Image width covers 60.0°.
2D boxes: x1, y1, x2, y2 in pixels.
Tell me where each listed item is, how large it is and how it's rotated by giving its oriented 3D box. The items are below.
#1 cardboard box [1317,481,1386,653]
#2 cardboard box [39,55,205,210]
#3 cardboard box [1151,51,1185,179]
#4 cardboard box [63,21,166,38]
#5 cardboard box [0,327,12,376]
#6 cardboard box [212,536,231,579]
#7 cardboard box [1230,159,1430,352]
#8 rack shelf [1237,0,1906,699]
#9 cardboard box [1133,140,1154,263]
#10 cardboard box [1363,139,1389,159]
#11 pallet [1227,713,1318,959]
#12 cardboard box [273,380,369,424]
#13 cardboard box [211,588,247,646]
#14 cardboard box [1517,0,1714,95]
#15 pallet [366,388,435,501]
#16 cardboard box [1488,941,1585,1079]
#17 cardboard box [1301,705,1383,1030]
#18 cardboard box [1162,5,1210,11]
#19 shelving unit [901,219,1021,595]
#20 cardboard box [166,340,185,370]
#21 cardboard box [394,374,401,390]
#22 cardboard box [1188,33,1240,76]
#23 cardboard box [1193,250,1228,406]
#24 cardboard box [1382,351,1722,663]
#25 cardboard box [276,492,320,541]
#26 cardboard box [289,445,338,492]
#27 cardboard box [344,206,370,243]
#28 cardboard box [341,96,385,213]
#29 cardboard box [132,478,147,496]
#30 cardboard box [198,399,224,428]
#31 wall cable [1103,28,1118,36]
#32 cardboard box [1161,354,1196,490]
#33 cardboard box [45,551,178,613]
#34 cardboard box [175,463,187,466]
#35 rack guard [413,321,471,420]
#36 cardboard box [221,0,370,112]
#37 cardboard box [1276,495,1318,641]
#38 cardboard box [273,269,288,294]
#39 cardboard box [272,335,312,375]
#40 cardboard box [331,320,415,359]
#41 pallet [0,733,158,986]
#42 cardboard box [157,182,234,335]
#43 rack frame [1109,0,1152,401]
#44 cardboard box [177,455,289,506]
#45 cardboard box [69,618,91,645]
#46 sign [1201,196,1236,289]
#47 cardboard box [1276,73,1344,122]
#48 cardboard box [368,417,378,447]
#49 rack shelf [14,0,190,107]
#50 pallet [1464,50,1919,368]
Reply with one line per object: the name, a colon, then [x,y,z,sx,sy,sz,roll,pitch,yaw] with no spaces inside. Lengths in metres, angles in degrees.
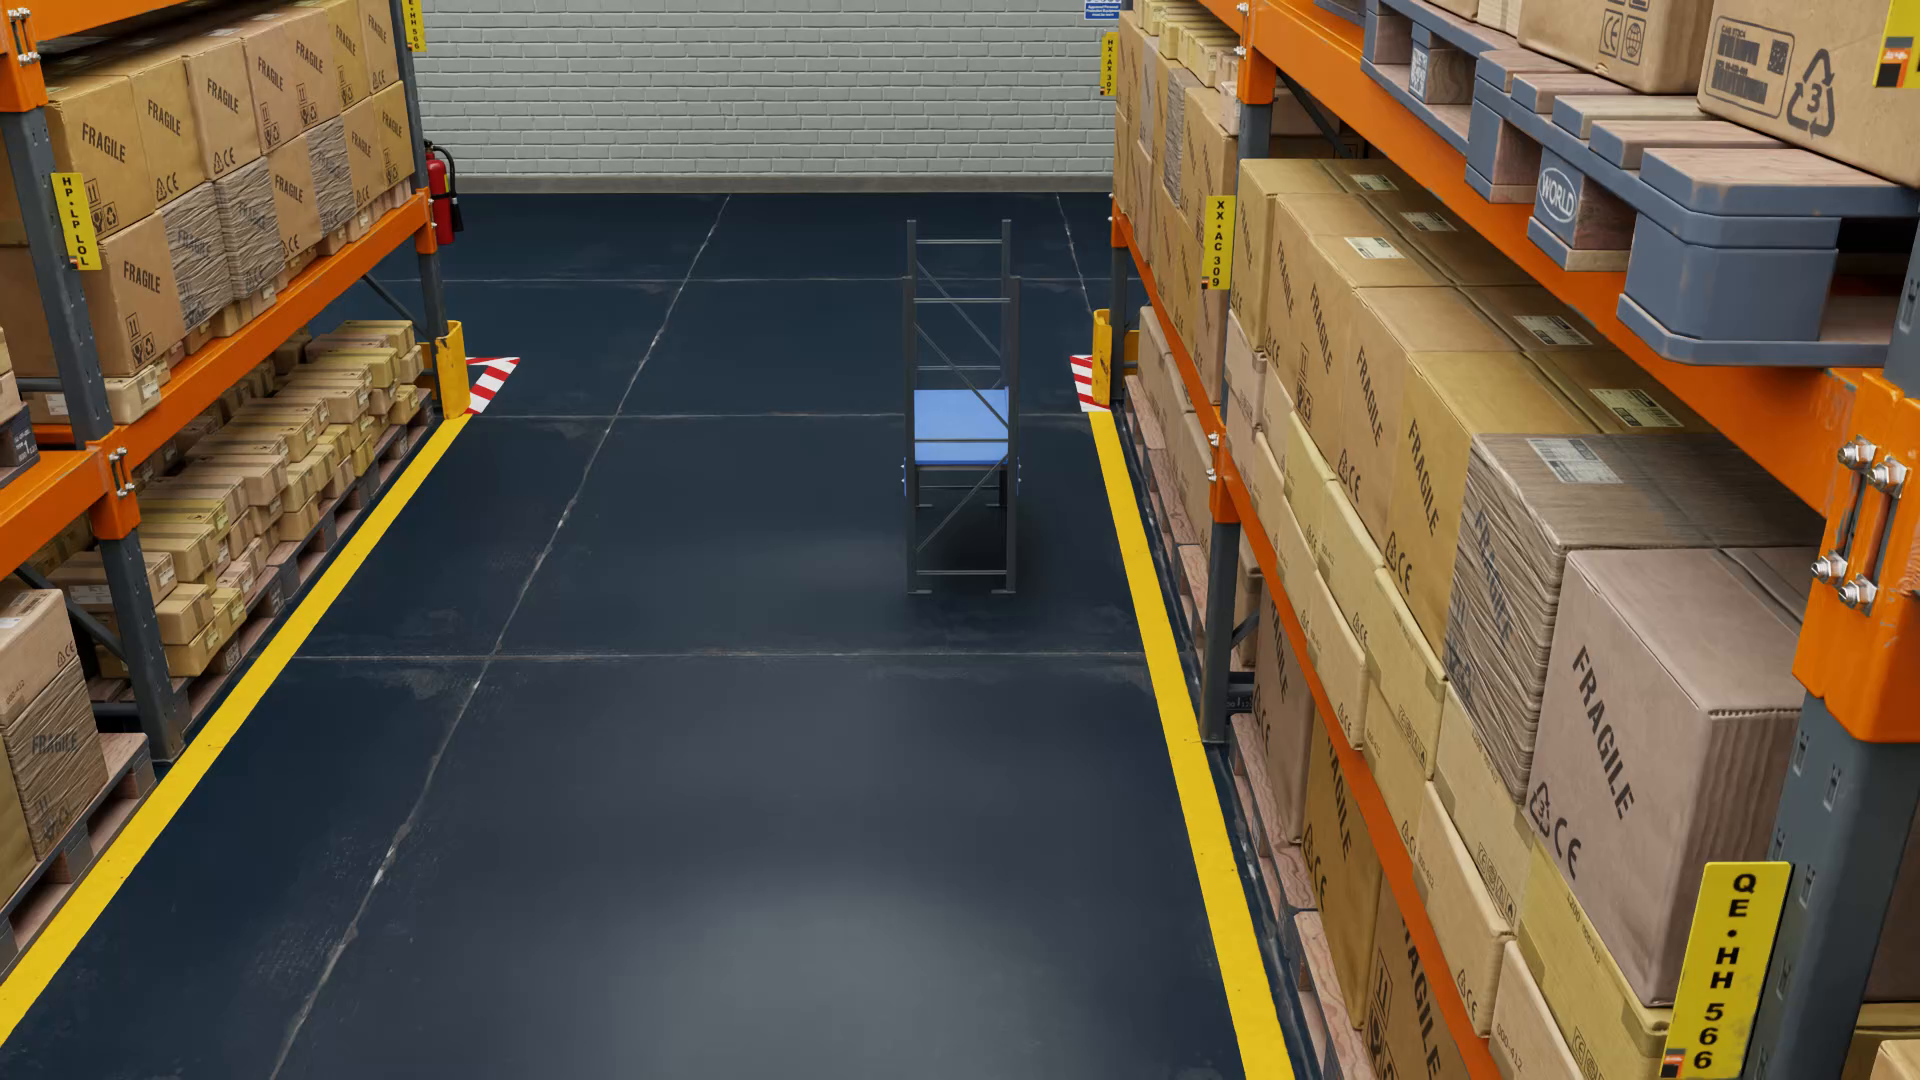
cardboard box: [1.187,0.060,4.053,0.500,0.250,0.500,-1,24,-2]
cardboard box: [-3.287,-1.568,6.381,0.500,0.500,0.500,-1,24,-2]
cardboard box: [1.153,-1.914,7.508,0.500,0.500,0.500,0,24,0]
cardboard box: [-3.805,-1.997,7.330,0.500,0.500,0.500,-1,24,-2]
cardboard box: [-3.303,-0.580,5.326,0.380,0.149,0.250,0,24,1]
cardboard box: [-3.320,0.087,7.007,0.380,0.149,0.250,0,24,-1]
cardboard box: [1.161,-0.913,5.294,0.500,0.500,0.500,0,24,0]
rack shelf: [1.466,-0.809,3.632,1.077,0.370,4.000,0,24,-1]
cardboard box: [1.139,-1.671,8.184,0.500,0.500,0.500,0,24,-1]
cardboard box: [1.681,-1.293,6.134,0.500,0.500,0.500,0,24,0]
pallet: [1.528,0.994,5.796,1.003,0.211,1.213,0,24,-1]
cardboard box: [-3.216,-0.698,8.381,0.380,0.149,0.250,1,24,1]
cardboard box: [-3.190,0.316,6.861,0.380,0.149,0.250,0,24,1]
cardboard box: [1.287,-0.957,2.455,0.700,0.500,0.500,-1,24,-3]
pallet: [-3.574,-0.542,9.192,1.003,0.211,1.213,0,24,-1]
cardboard box: [1.222,0.915,2.769,0.500,0.250,0.500,-1,24,-2]
cardboard box: [1.548,0.810,4.888,0.875,0.875,0.875,0,24,1]
cardboard box: [1.166,-2.460,7.928,0.380,0.149,0.250,0,24,0]
shelving unit: [0.001,-0.648,7.863,0.538,1.500,1.048,0,24,-1]
cardboard box: [-3.313,-0.750,6.573,0.380,0.149,0.250,-1,24,-3]
cardboard box: [-3.308,-0.882,9.150,0.380,0.149,0.250,-1,24,-2]
cardboard box: [1.171,-2.044,7.007,0.380,0.149,0.250,-1,24,-2]
cardboard box: [1.183,-0.830,6.324,0.500,0.500,0.500,0,24,0]
cardboard box: [1.208,-0.075,3.441,0.500,0.500,0.500,0,24,-1]
cardboard box: [-3.242,-0.109,7.801,0.380,0.149,0.250,-1,24,-2]
cardboard box: [-3.216,-0.344,7.959,0.380,0.149,0.250,0,24,0]
cardboard box: [-3.253,-1.620,8.497,0.380,0.149,0.250,0,24,1]
cardboard box: [-3.286,-1.964,8.469,0.500,0.500,0.500,-1,24,-1]
cardboard box: [-3.746,-0.154,7.179,0.380,0.149,0.250,1,24,1]
cardboard box: [-3.848,-0.583,8.126,0.380,0.149,0.250,0,24,0]
wall cable: [1.315,-5.043,14.490,0.585,1.953,0.123,0,24,-1]
cardboard box: [1.526,-0.618,8.576,0.875,0.438,0.875,0,24,1]
cardboard box: [-3.302,0.163,6.477,0.380,0.149,0.250,1,24,2]
cardboard box: [-3.732,-0.338,7.946,0.380,0.149,0.250,1,24,2]
rack guard: [-3.548,-1.008,9.873,1.175,0.500,0.348,0,24,-1]
cardboard box: [-3.289,-2.419,8.263,0.500,0.500,0.500,-1,24,-2]
cardboard box: [1.181,0.081,4.613,0.500,0.250,0.500,0,24,-1]
cardboard box: [-3.293,-1.187,7.539,0.380,0.149,0.250,1,24,1]
cardboard box: [-3.759,-1.012,9.075,0.380,0.149,0.250,0,24,0]
cardboard box: [-3.289,-1.125,9.326,0.380,0.149,0.250,0,24,0]
pallet: [-3.495,1.061,5.648,1.003,0.211,1.213,0,24,-1]
cardboard box: [-3.271,-1.121,6.605,0.500,0.500,0.500,0,24,-1]
rack frame: [1.400,-2.243,9.568,1.000,3.000,0.127,0,24,-1]
cardboard box: [-3.244,-0.267,7.429,0.380,0.149,0.250,0,24,1]
cardboard box: [-3.769,0.310,6.875,0.380,0.149,0.250,0,24,1]
sign: [0.889,-1.022,5.722,0.100,0.325,0.005,0,24,-1]
cardboard box: [1.228,-1.626,6.083,0.380,0.149,0.250,0,24,1]
cardboard box: [-3.298,-0.539,8.751,0.380,0.149,0.250,0,24,0]
rack shelf: [-3.527,-2.394,7.135,1.077,0.370,4.000,0,24,-1]
pallet: [1.427,-0.492,2.287,1.213,0.211,1.003,1,24,2]
